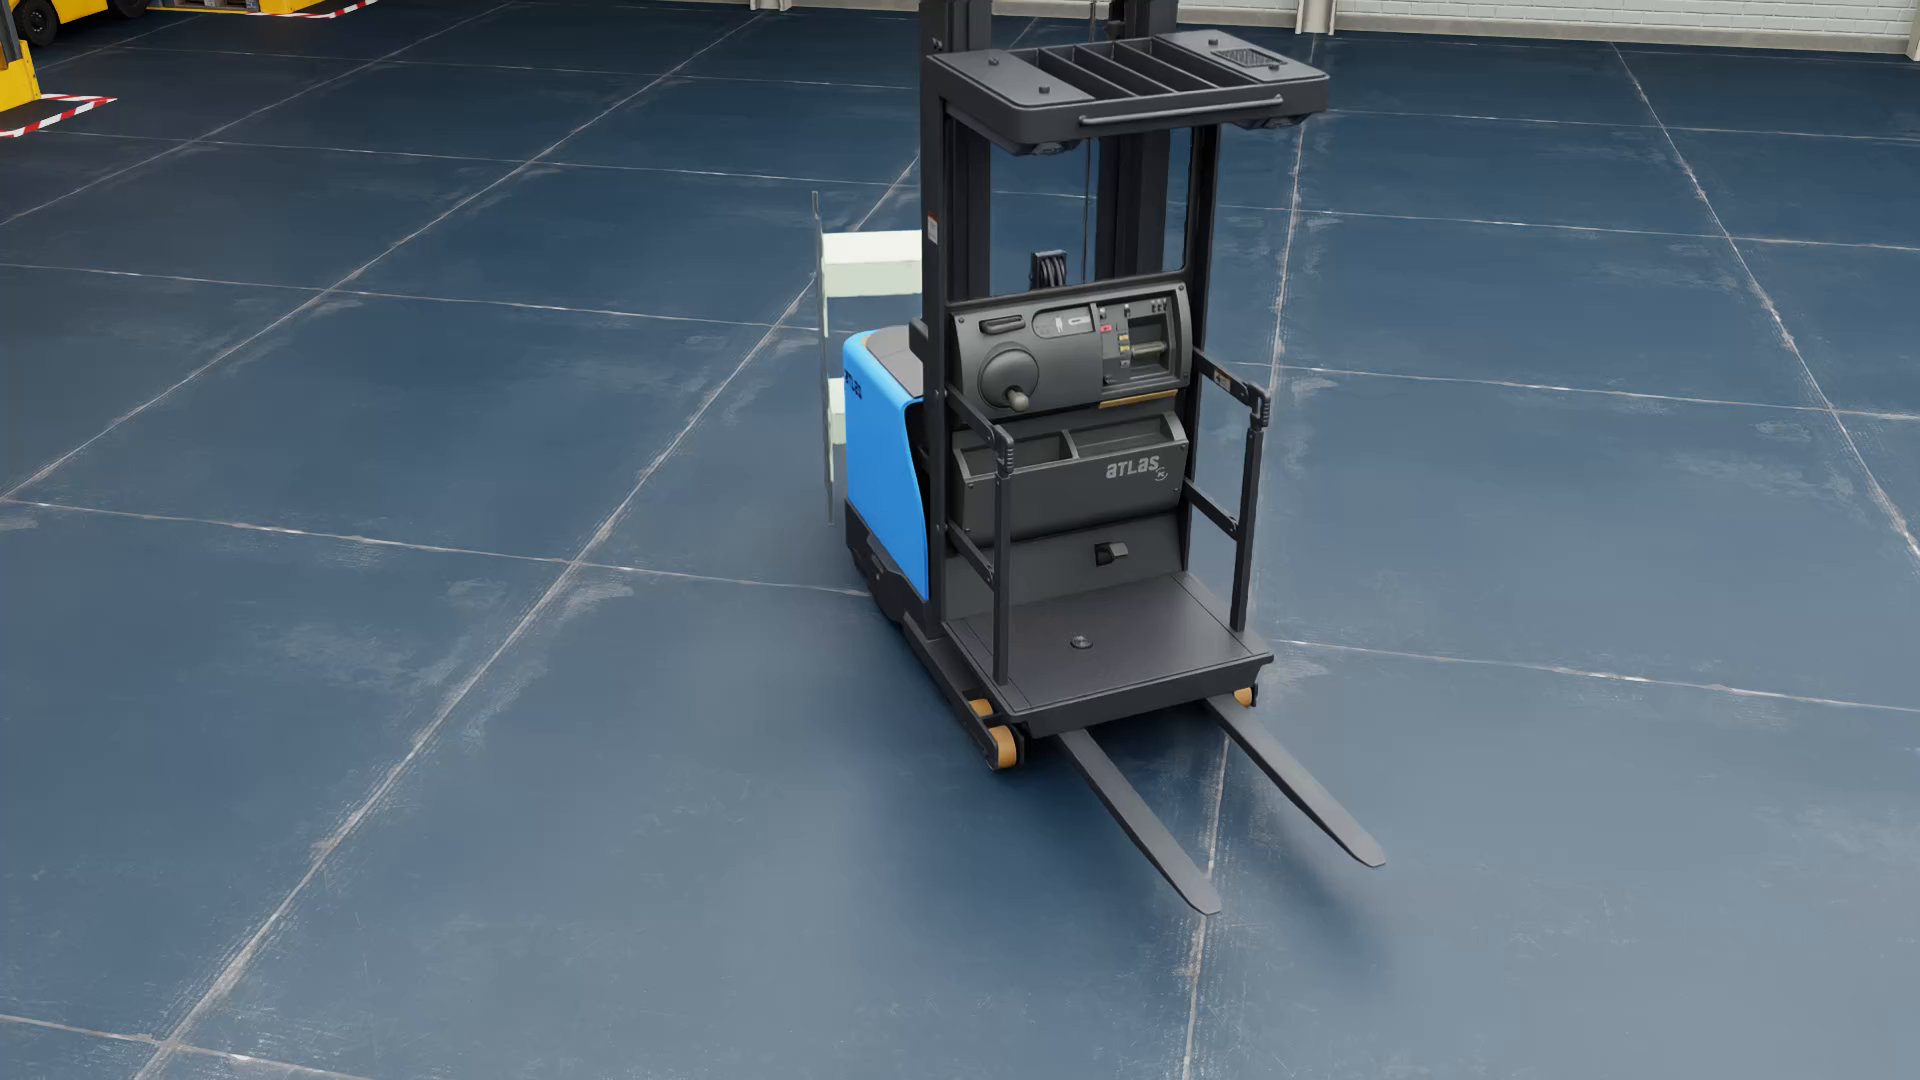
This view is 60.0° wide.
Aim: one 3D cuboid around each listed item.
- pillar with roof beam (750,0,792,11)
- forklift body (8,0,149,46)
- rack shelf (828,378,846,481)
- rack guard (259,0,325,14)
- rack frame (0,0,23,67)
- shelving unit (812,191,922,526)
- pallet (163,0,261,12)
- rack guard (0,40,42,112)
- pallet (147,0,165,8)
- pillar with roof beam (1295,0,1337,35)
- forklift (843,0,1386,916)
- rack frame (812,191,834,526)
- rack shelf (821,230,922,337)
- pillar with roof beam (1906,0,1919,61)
[{"bbox_3d":[-3.017,-7.906,12.820,0.400,9.000,9.100,6,29,11],"label":"pillar with roof beam"},{"bbox_3d":[-9.728,-6.366,17.138,1.214,2.155,2.313,6,29,11],"label":"forklift body"},{"bbox_3d":[-0.269,-0.554,7.879,0.720,0.370,0.431,-3,29,-6],"label":"rack shelf"},{"bbox_3d":[-7.469,-6.306,18.748,0.348,0.500,1.175,6,29,11],"label":"rack guard"},{"bbox_3d":[-8.526,-5.073,13.894,0.127,3.000,1.000,6,29,11],"label":"rack frame"},{"bbox_3d":[-0.269,-0.840,7.723,0.755,1.500,0.431,-3,29,-6],"label":"shelving unit"},{"bbox_3d":[-8.249,-6.239,18.926,1.213,0.211,1.003,6,29,11],"label":"pallet"},{"bbox_3d":[-8.600,-3.985,14.508,0.348,0.500,1.175,6,29,11],"label":"rack guard"},{"bbox_3d":[-9.439,-6.362,19.151,1.213,0.211,1.003,6,29,11],"label":"pallet"},{"bbox_3d":[2.851,-7.304,11.721,0.400,9.000,9.100,6,29,11],"label":"pillar with roof beam"},{"bbox_3d":[0.504,-0.660,5.903,1.130,2.935,3.031,-11,31,-19],"label":"forklift"},{"bbox_3d":[-0.633,-0.820,7.686,0.023,1.500,0.400,-3,29,-6],"label":"rack frame"},{"bbox_3d":[-0.269,-1.182,7.535,0.720,0.370,0.431,-3,29,-6],"label":"rack shelf"},{"bbox_3d":[8.719,-6.703,10.622,0.400,9.000,9.100,6,29,11],"label":"pillar with roof beam"}]
